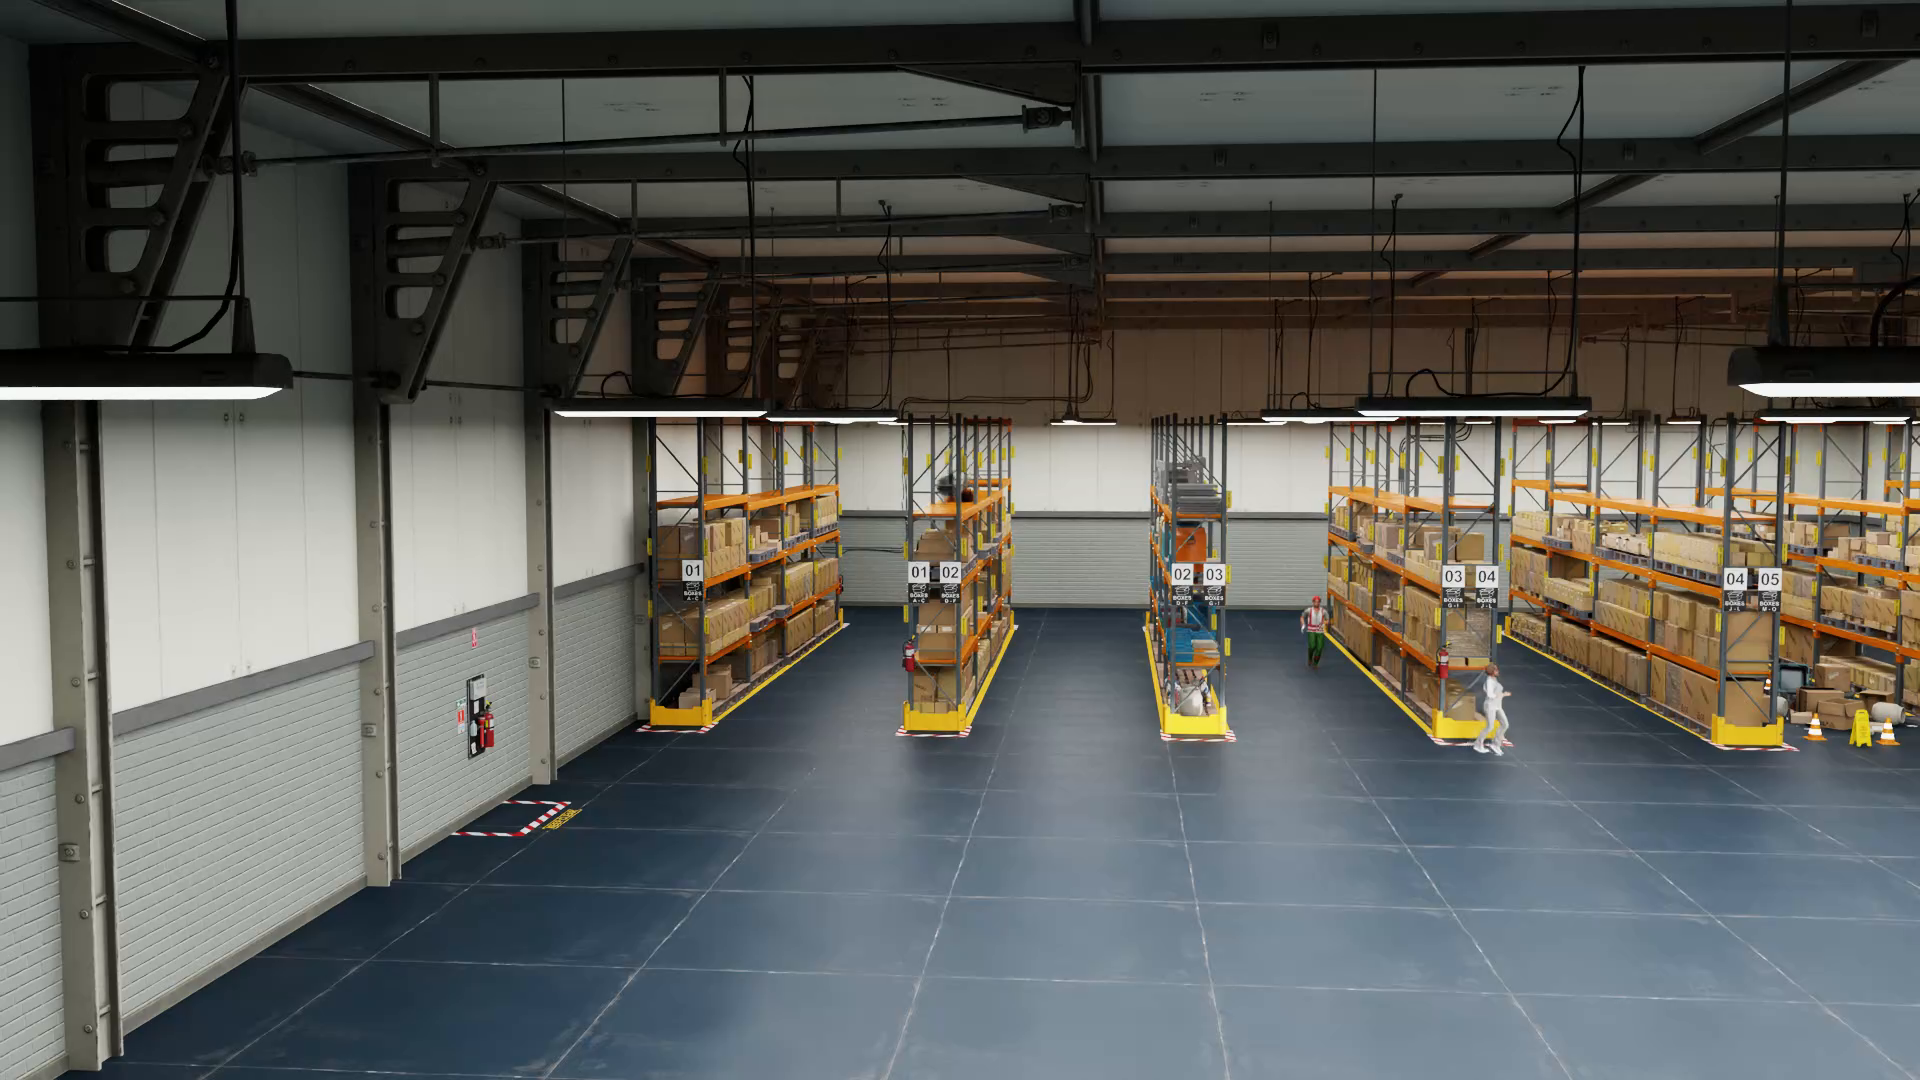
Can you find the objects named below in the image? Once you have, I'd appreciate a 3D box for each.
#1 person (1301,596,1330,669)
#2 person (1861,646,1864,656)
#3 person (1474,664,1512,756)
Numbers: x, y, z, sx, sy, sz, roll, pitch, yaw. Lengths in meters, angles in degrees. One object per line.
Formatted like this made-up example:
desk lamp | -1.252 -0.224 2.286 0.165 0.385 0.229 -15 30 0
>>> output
person | 8.413 2.193 39.304 0.664 1.739 0.603 0 4 3
person | 21.821 2.152 40.279 0.686 1.720 0.589 0 4 1
person | 9.317 2.969 29.031 0.648 1.620 0.514 3 5 35
